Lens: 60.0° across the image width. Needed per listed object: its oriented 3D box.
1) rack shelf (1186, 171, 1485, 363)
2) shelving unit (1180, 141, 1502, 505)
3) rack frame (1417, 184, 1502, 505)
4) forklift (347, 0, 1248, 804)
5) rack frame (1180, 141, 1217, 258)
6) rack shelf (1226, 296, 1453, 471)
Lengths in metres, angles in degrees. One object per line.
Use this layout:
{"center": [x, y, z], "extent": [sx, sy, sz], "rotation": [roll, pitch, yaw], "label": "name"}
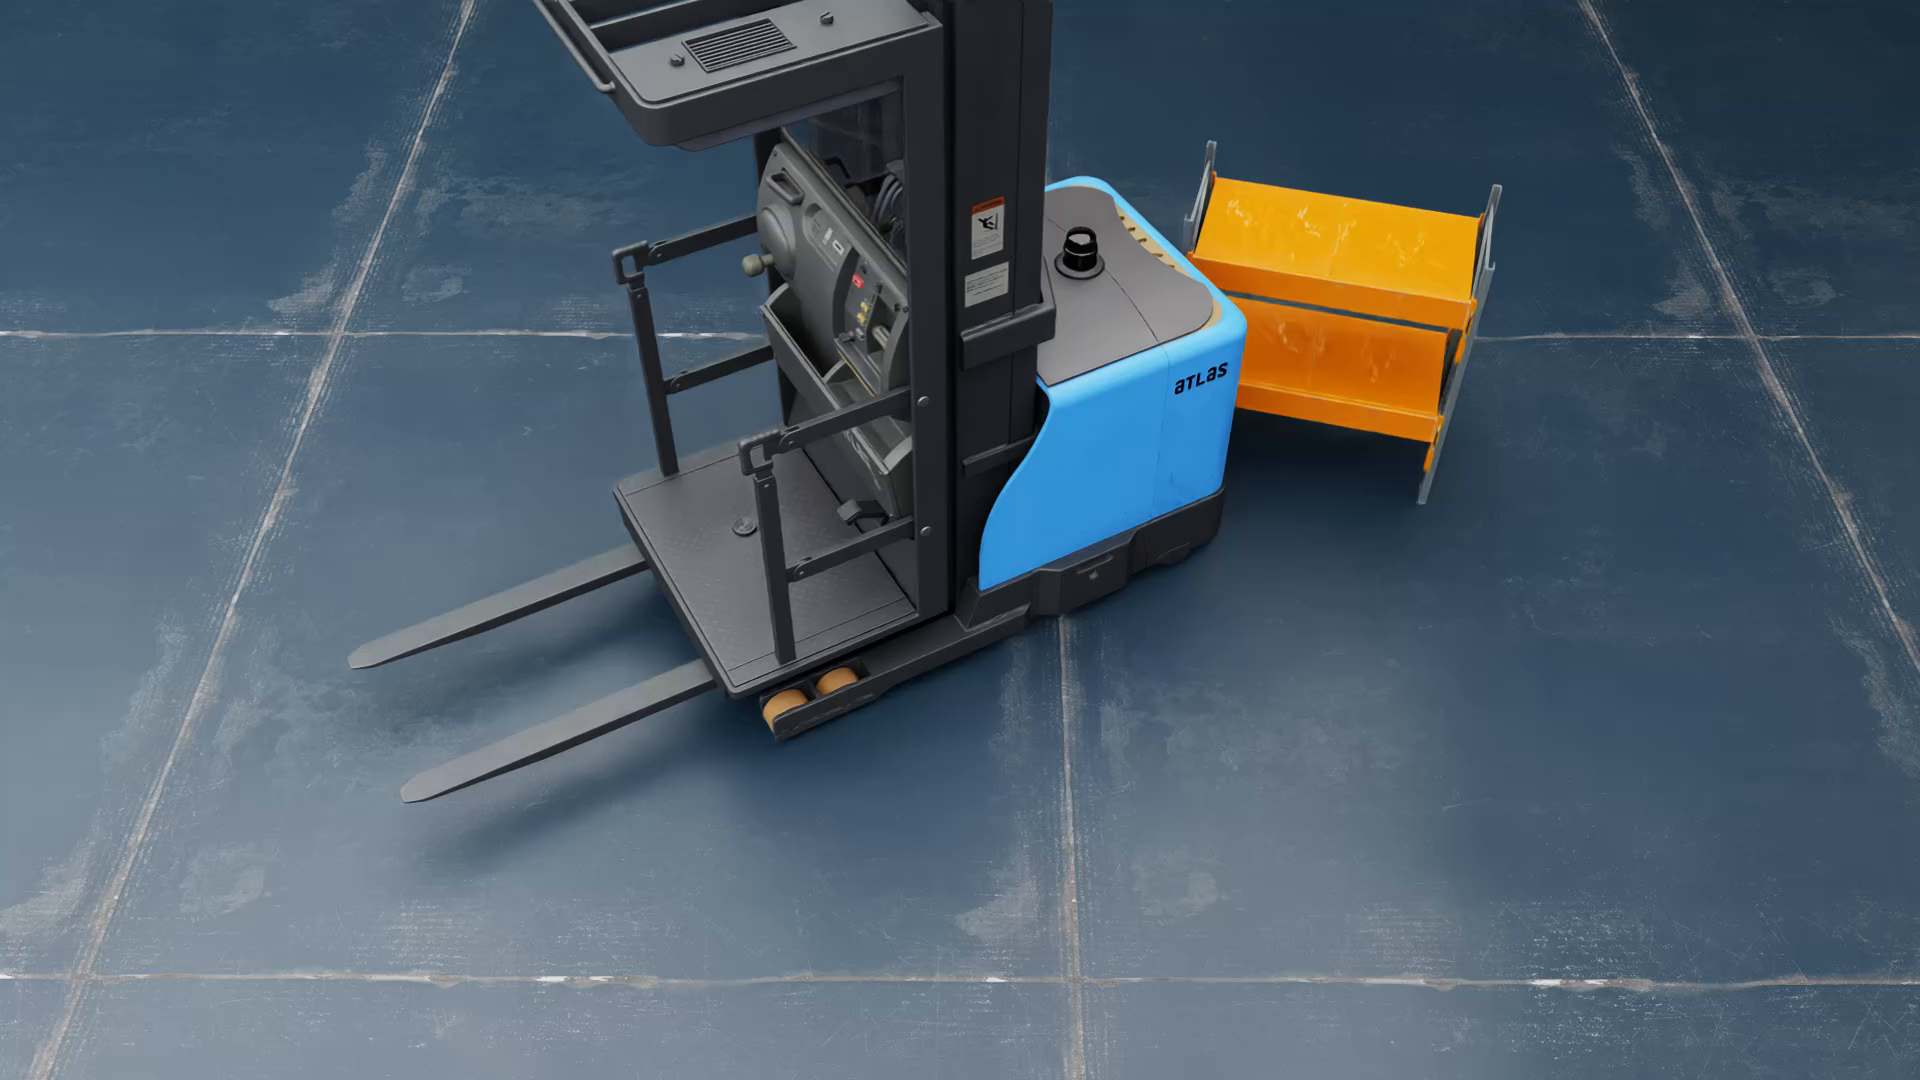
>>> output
{"center": [1.346, -0.996, 6.009], "extent": [1.000, 0.278, 0.538], "rotation": [11, 48, 10], "label": "rack shelf"}
{"center": [1.346, -0.797, 6.223], "extent": [1.048, 1.125, 0.538], "rotation": [11, 48, 10], "label": "shelving unit"}
{"center": [1.836, -0.698, 6.131], "extent": [0.032, 1.125, 0.500], "rotation": [11, 48, 10], "label": "rack frame"}
{"center": [-0.573, -0.778, 4.972], "extent": [3.031, 2.935, 1.130], "rotation": [-22, 51, -19], "label": "forklift"}
{"center": [0.856, -0.896, 6.315], "extent": [0.032, 1.125, 0.500], "rotation": [11, 48, 10], "label": "rack frame"}
{"center": [1.346, -0.630, 6.402], "extent": [1.000, 0.278, 0.538], "rotation": [11, 48, 10], "label": "rack shelf"}
